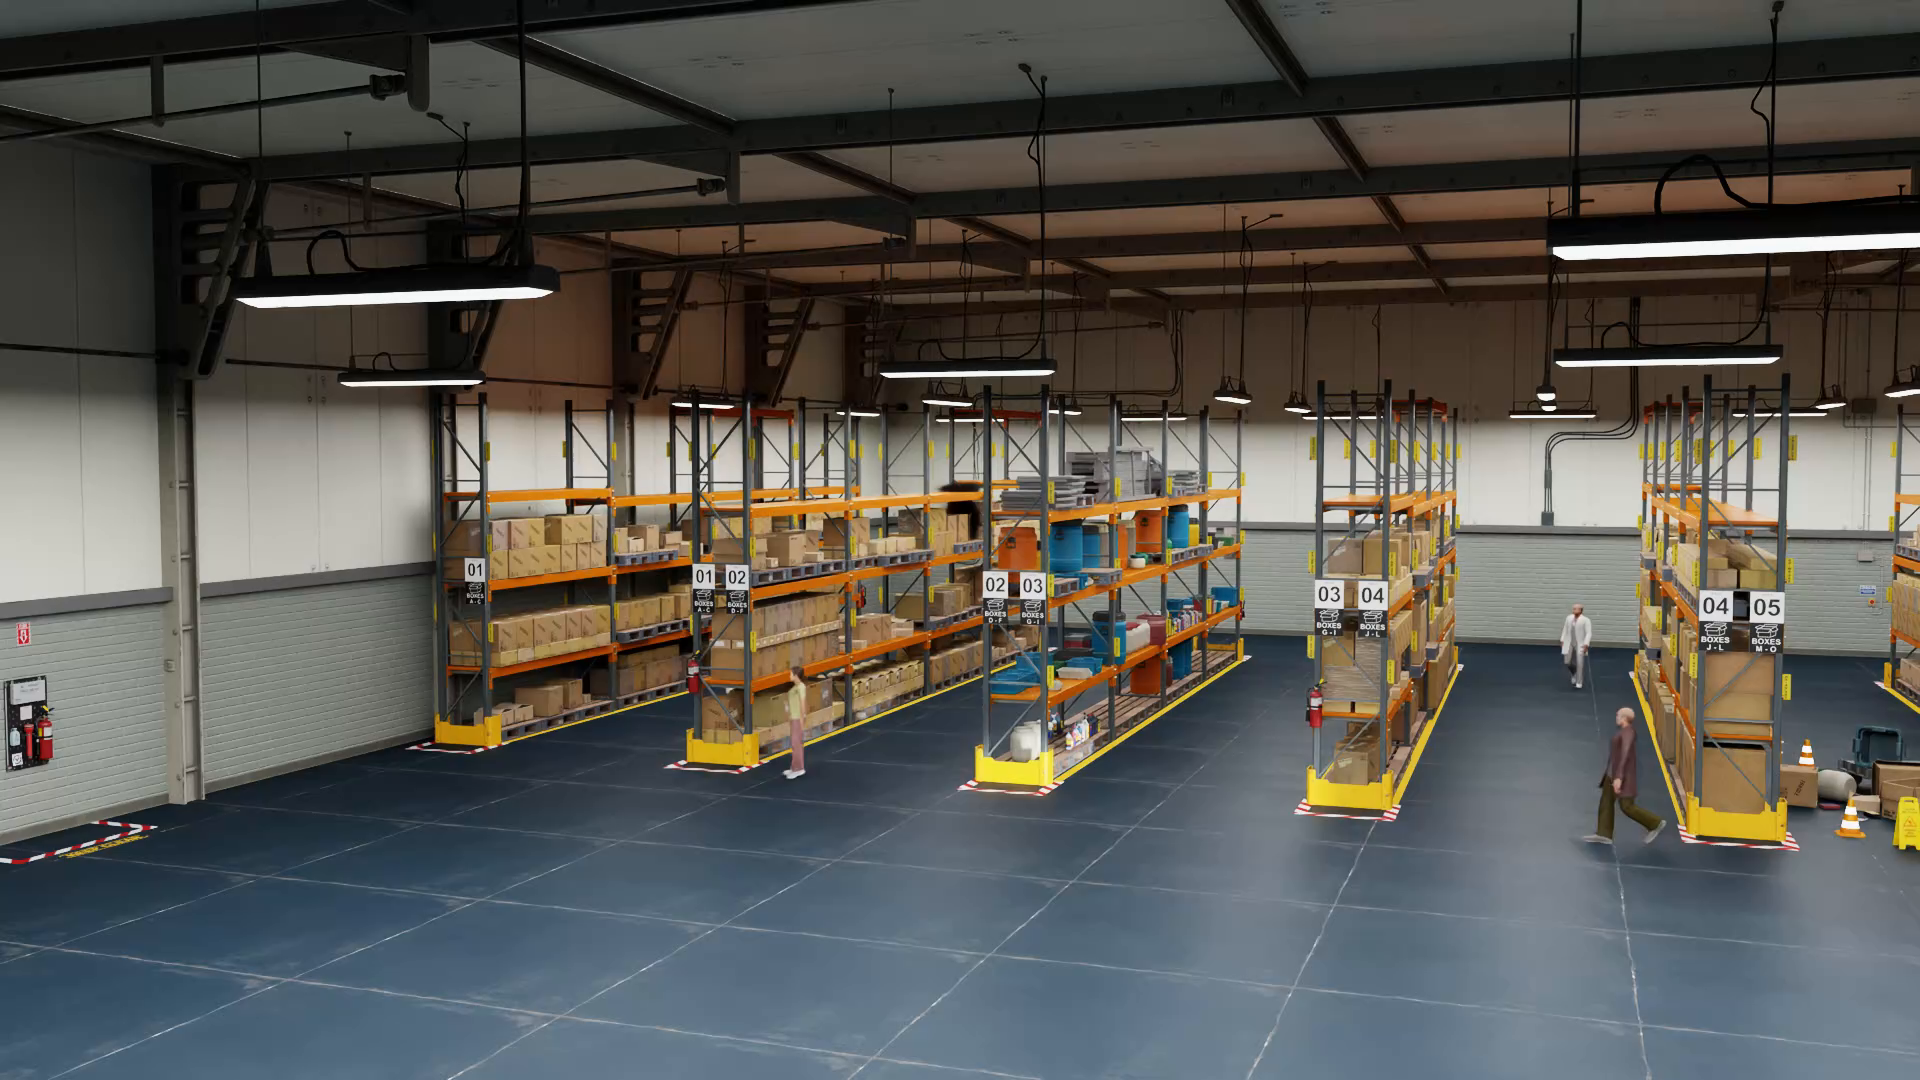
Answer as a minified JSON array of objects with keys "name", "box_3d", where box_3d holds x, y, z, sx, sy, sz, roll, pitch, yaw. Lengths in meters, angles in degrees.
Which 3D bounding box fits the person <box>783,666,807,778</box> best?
[{"name":"person","box_3d":[-2.540,2.810,25.707,0.394,1.707,0.512,-1,3,-15]}]

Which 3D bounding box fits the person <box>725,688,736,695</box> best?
[{"name":"person","box_3d":[-4.462,2.371,32.793,0.403,1.809,0.609,1,3,24]}]

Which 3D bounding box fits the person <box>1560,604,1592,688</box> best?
[{"name":"person","box_3d":[13.098,2.238,35.365,0.637,1.769,0.693,1,3,22]}]

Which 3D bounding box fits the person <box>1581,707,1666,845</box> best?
[{"name":"person","box_3d":[8.443,3.000,21.092,0.952,1.758,0.546,0,3,-6]}]
